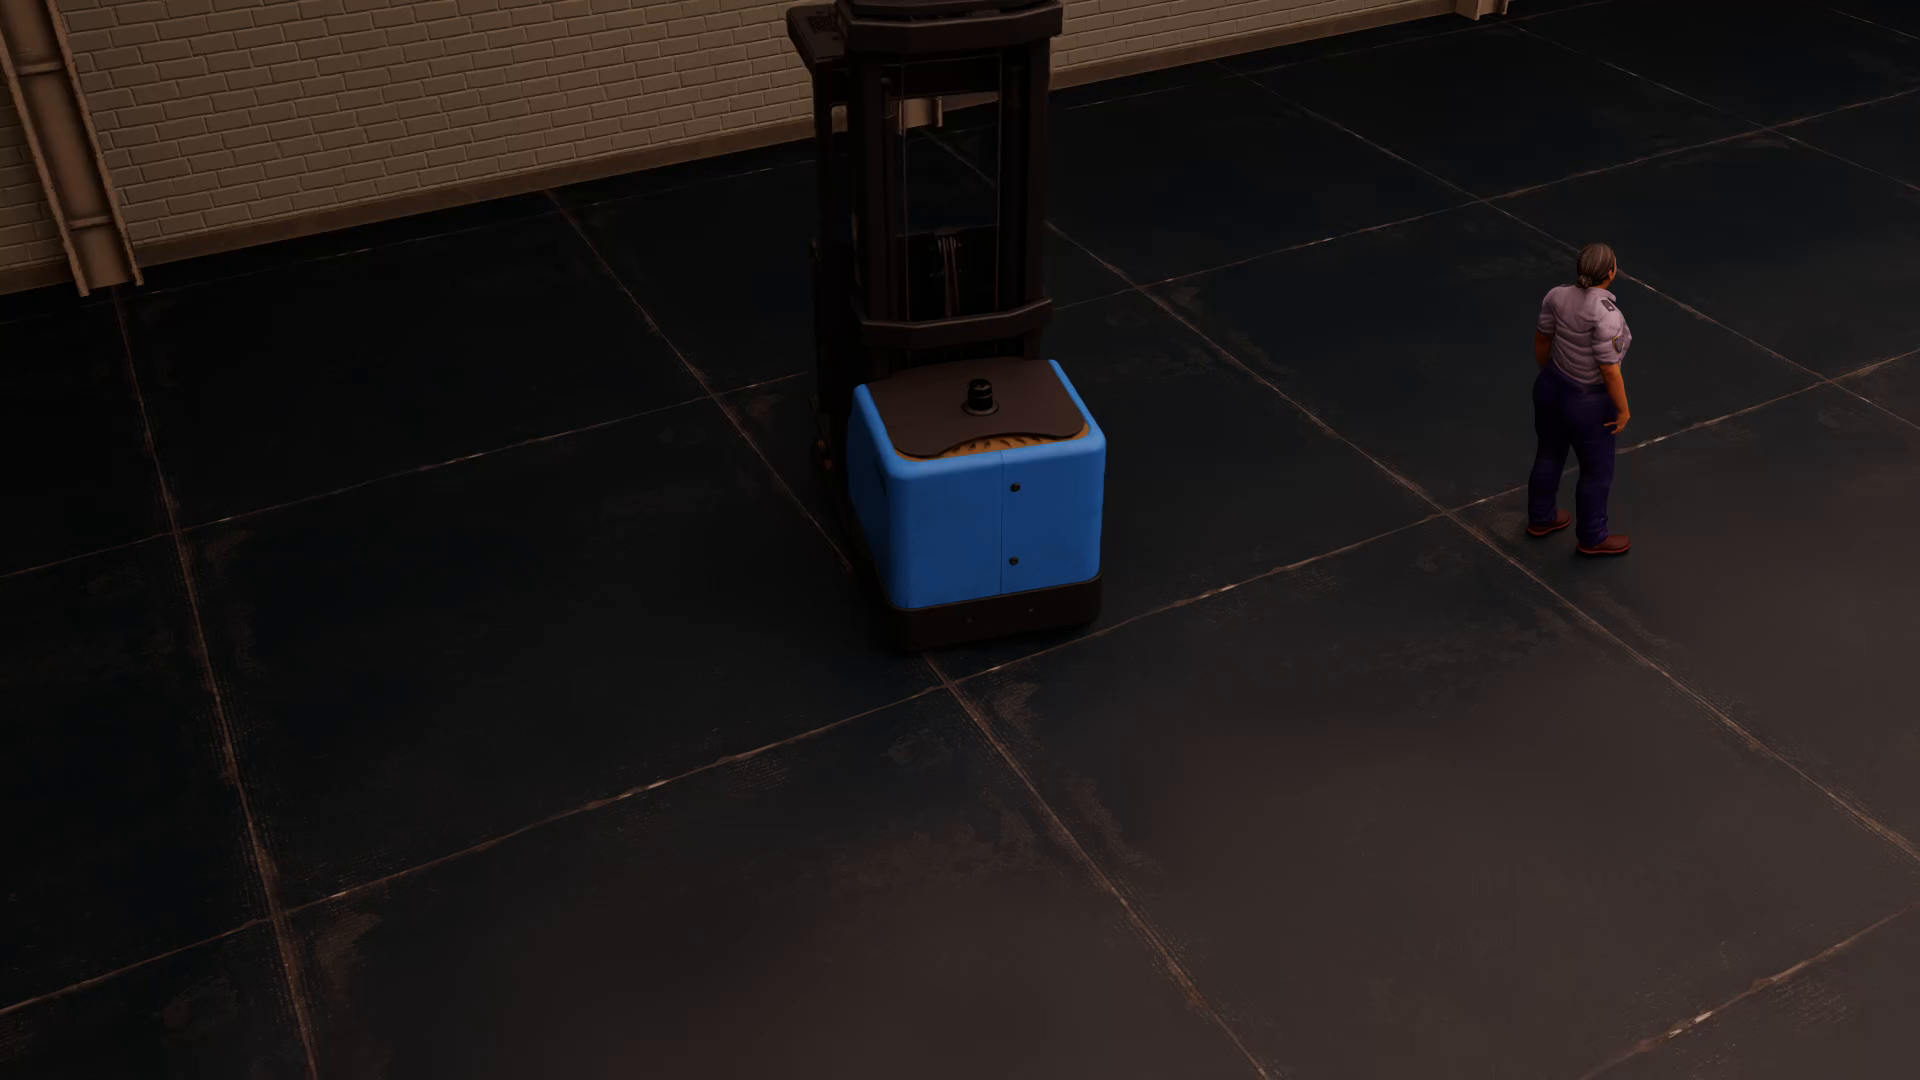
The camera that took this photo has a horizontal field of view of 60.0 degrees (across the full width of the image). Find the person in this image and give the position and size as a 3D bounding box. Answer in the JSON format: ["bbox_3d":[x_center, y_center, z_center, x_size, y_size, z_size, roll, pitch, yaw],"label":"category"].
[{"bbox_3d":[3.126,-0.713,8.230,0.504,1.652,0.599,-17,38,-22],"label":"person"}]

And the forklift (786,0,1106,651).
[{"bbox_3d":[-0.196,-1.525,8.281,1.130,2.935,3.031,-9,36,-12],"label":"forklift"}]
